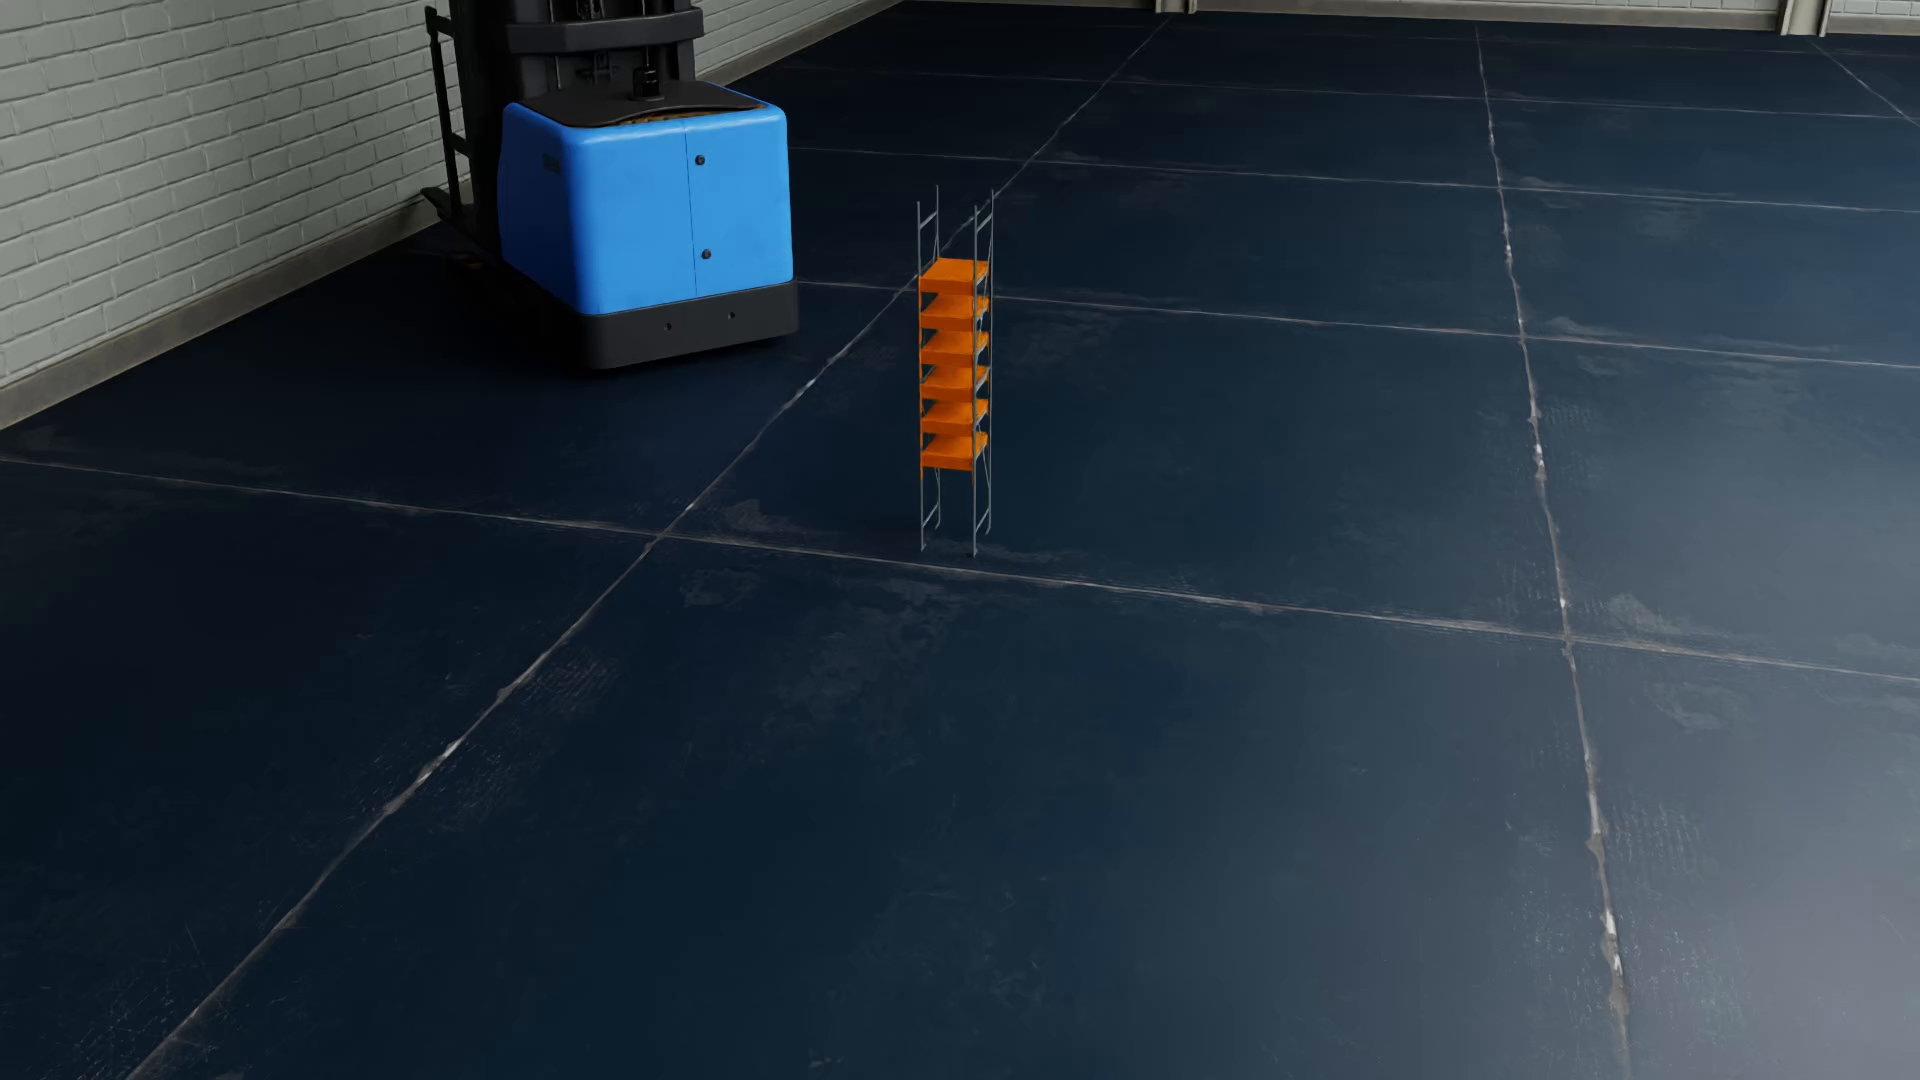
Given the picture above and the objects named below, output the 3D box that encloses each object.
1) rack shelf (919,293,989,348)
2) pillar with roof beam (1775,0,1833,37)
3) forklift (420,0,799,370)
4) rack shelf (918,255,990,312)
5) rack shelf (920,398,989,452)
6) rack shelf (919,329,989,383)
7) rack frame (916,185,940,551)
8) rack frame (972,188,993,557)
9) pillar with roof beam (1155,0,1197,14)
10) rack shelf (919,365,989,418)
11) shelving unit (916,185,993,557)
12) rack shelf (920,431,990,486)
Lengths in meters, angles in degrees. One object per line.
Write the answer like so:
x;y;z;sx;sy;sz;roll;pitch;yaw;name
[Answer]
-0.014;-0.720;5.411;0.180;0.103;0.258;6;26;13;rack shelf
6.986;-7.133;10.263;0.400;9.000;9.100;6;26;13;pillar with roof beam
-1.953;-2.639;7.883;1.130;2.935;3.031;-15;29;-29;forklift
-0.014;-0.828;5.360;0.180;0.103;0.258;6;26;13;rack shelf
-0.014;-0.395;5.566;0.180;0.103;0.258;6;26;13;rack shelf
-0.014;-0.612;5.463;0.180;0.103;0.258;6;26;13;rack shelf
-0.103;-0.553;5.516;0.006;1.200;0.240;6;26;13;rack frame
0.075;-0.533;5.475;0.006;1.200;0.240;6;26;13;rack frame
1.175;-7.775;11.613;0.400;9.000;9.100;6;26;13;pillar with roof beam
-0.014;-0.503;5.514;0.180;0.103;0.258;6;26;13;rack shelf
-0.014;-0.543;5.495;0.189;1.200;0.258;6;26;13;shelving unit
-0.014;-0.286;5.618;0.180;0.103;0.258;6;26;13;rack shelf
